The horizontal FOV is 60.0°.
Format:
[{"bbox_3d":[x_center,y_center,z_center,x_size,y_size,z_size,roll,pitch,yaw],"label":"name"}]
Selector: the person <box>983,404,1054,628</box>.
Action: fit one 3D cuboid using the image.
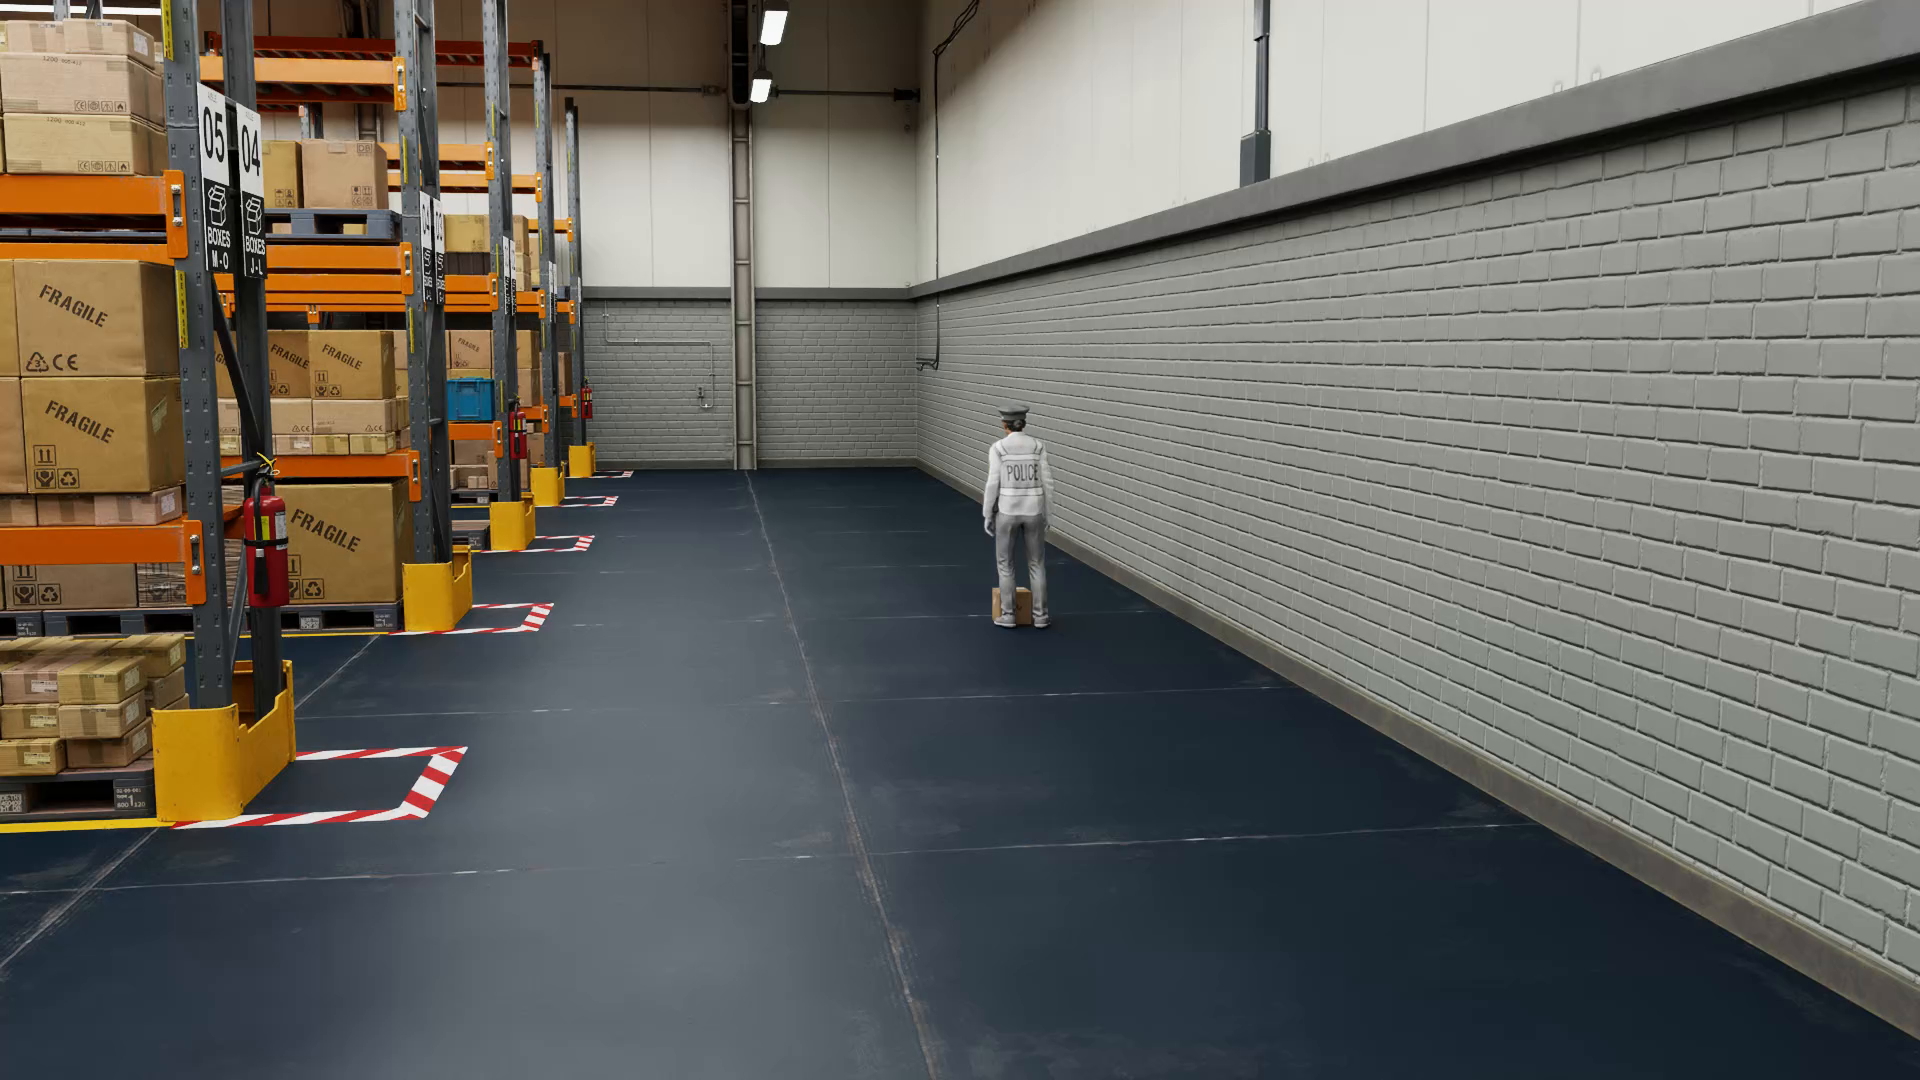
[{"bbox_3d":[0.428,-0.174,12.333,0.542,1.662,0.415,-1,7,-12],"label":"person"}]
